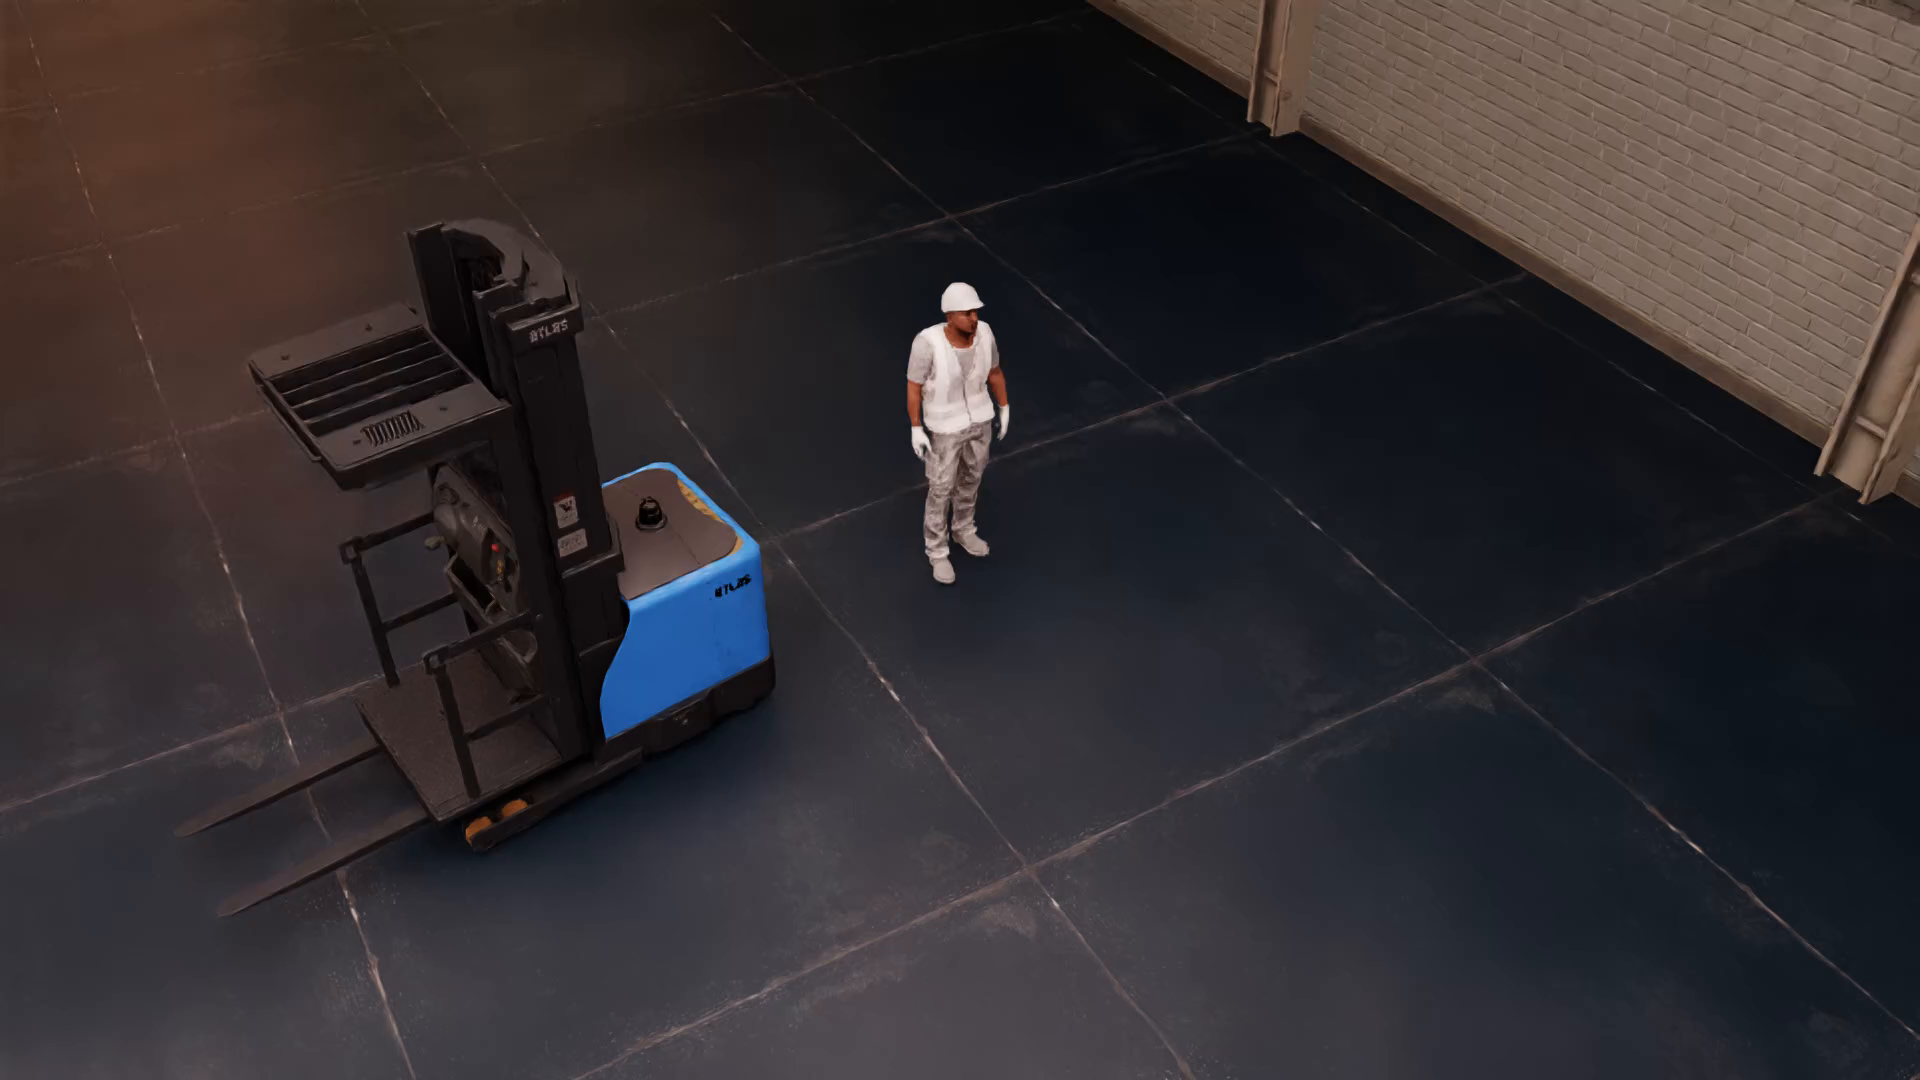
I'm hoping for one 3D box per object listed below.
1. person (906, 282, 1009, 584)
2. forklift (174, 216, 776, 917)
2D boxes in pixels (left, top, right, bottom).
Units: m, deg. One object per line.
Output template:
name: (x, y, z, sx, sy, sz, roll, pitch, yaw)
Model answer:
person: (0.029, -0.647, 9.709, 0.655, 1.777, 0.576, -20, 44, -23)
forklift: (-2.501, 0.059, 7.965, 3.031, 2.935, 1.130, -26, 46, -28)
